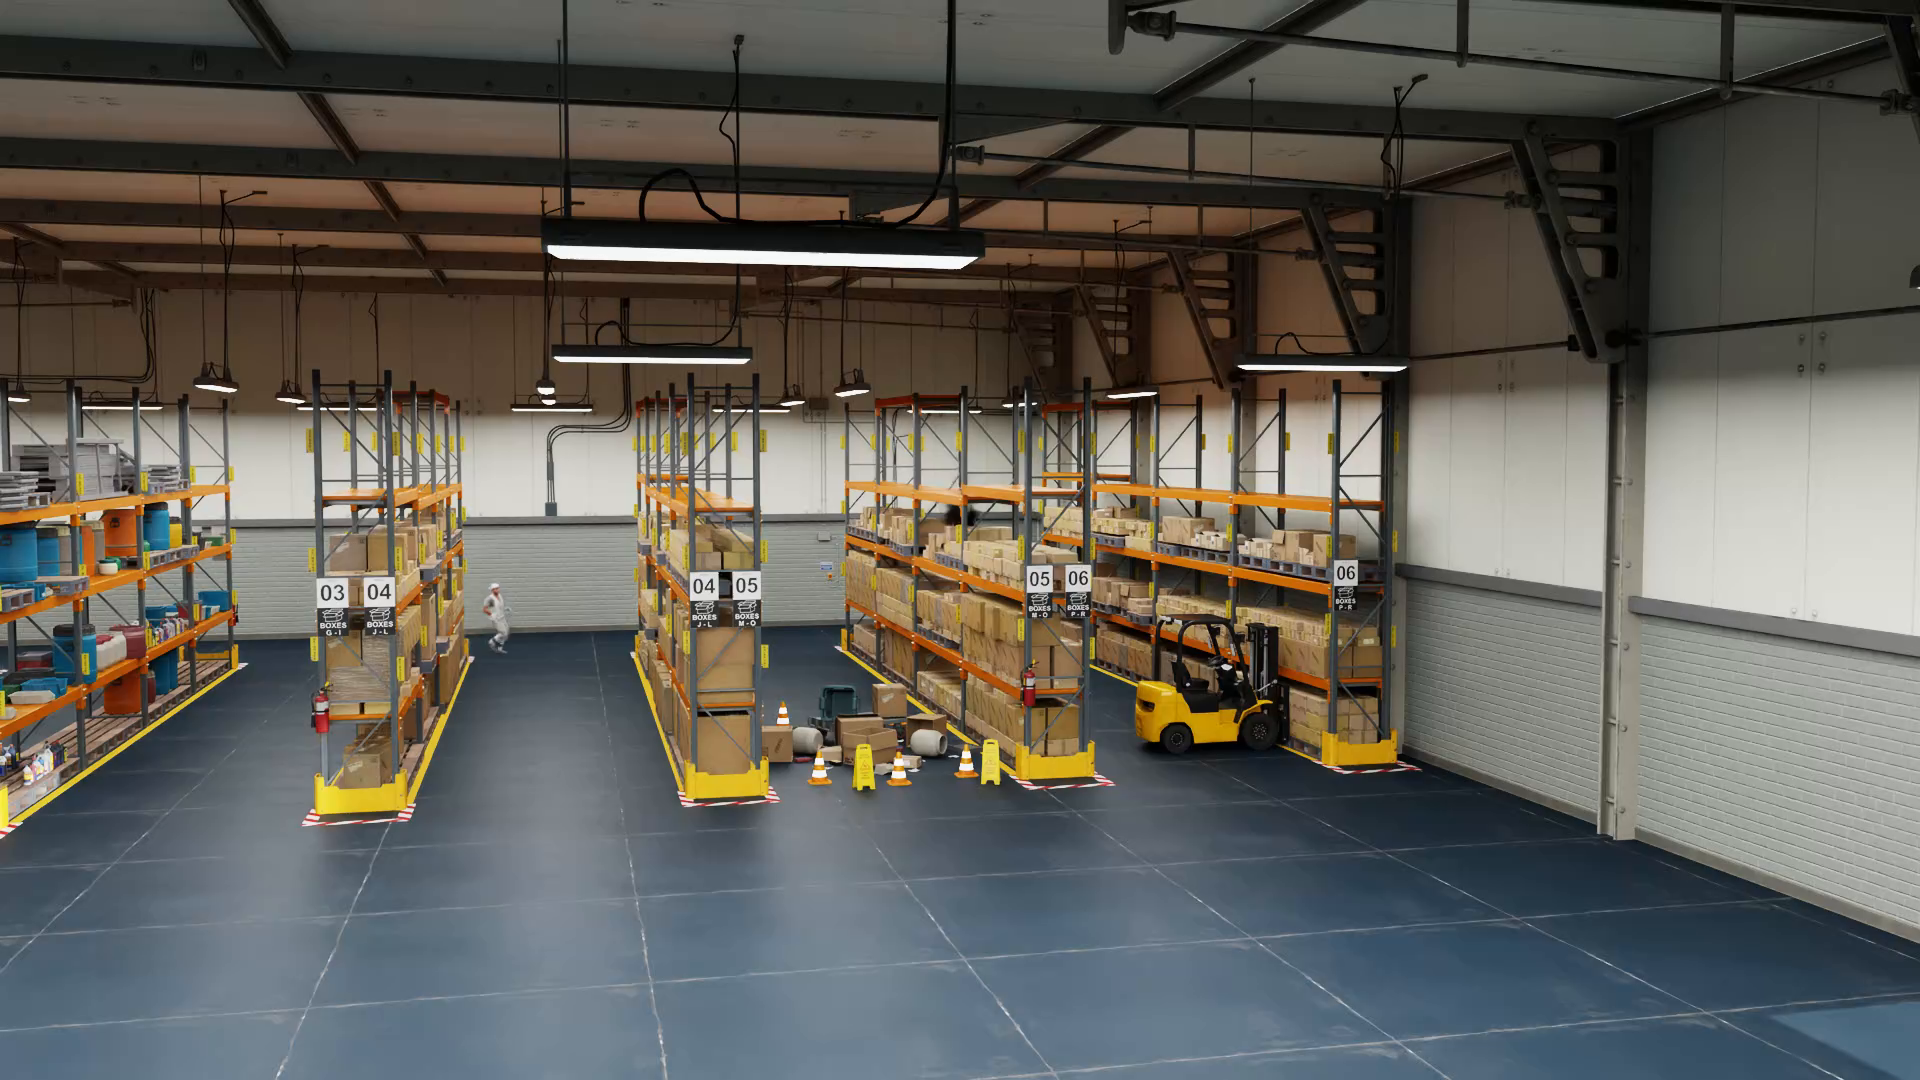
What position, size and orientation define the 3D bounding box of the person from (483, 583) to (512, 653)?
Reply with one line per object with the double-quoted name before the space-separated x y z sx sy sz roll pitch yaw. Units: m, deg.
"person" -10.980 1.870 39.494 0.562 1.709 0.635 1 3 11
